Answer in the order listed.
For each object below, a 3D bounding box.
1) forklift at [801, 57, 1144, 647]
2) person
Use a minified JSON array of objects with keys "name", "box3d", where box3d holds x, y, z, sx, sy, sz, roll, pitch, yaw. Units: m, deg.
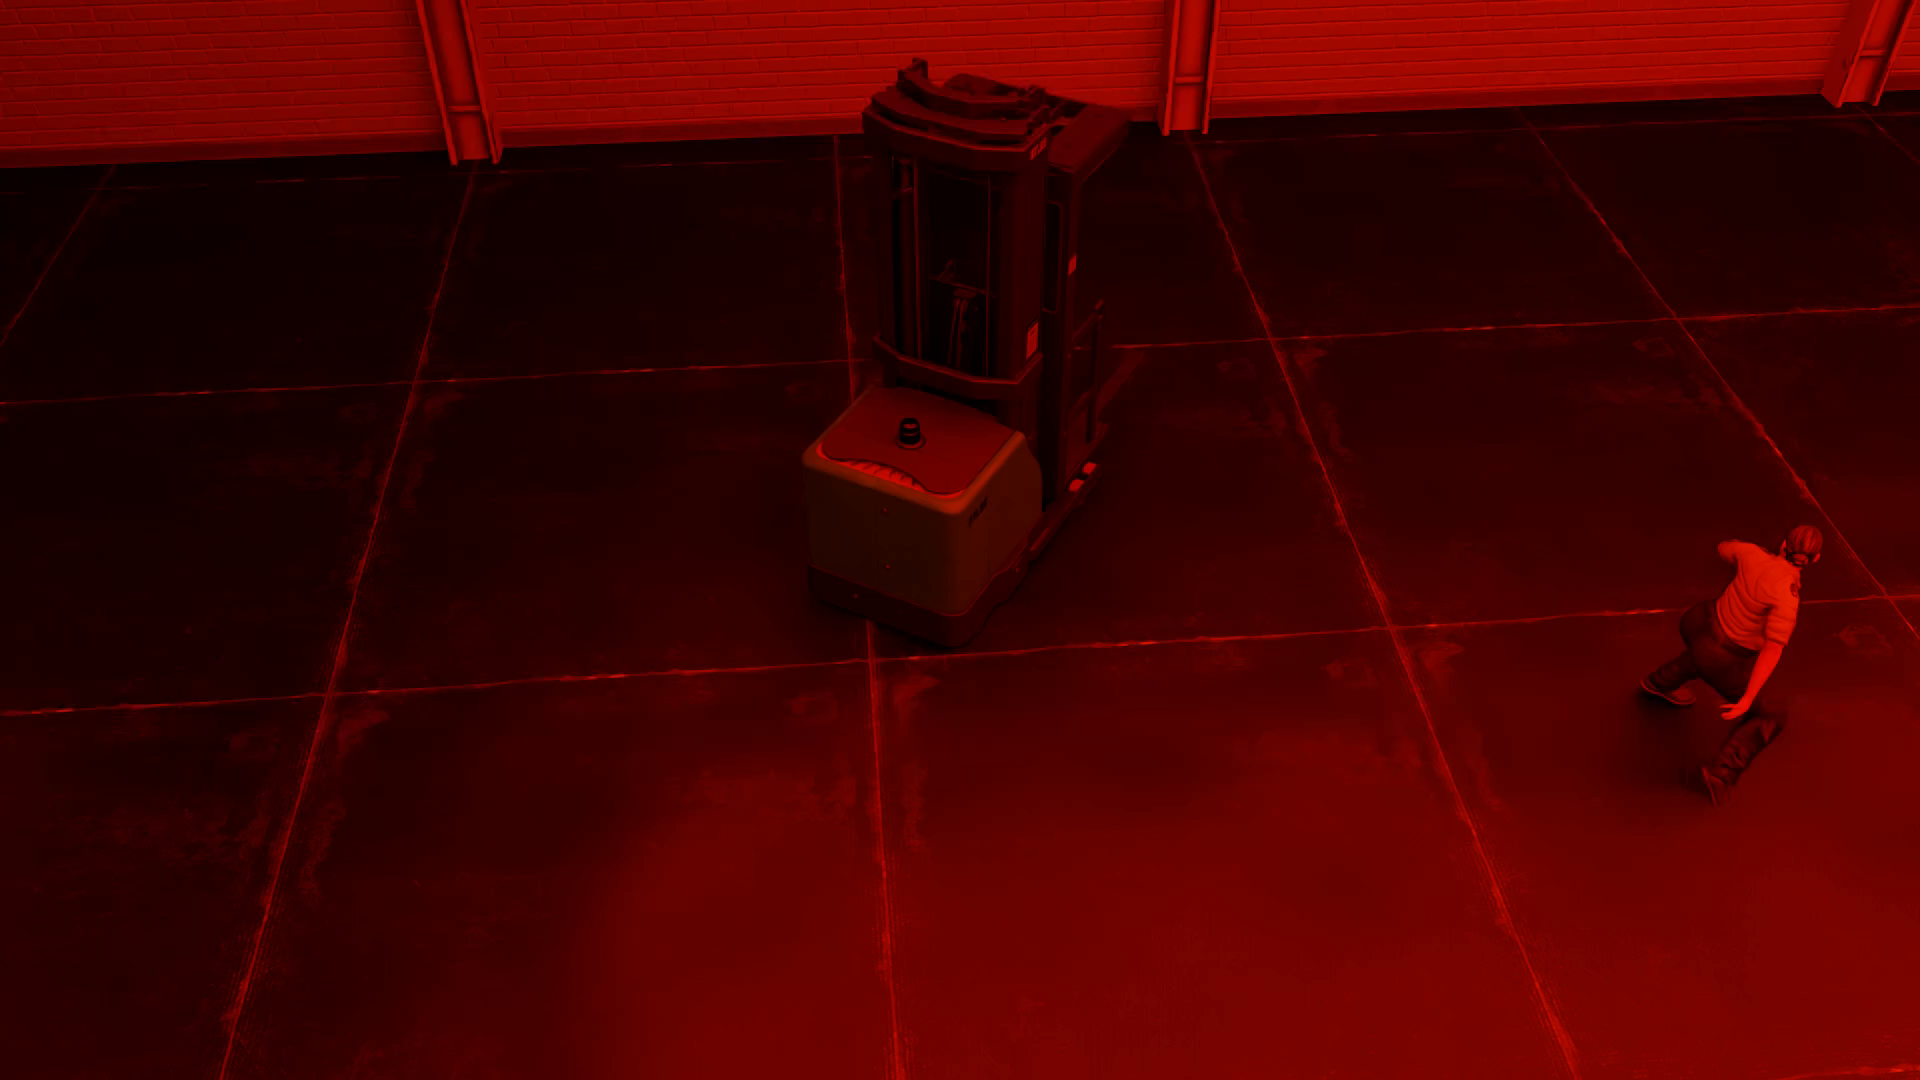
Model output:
[{"name":"forklift","box3d":[0.250,-1.460,9.644,1.130,2.935,3.031,19,44,21]},{"name":"person","box3d":[3.958,0.596,8.434,0.523,1.579,0.937,1,41,1]}]
